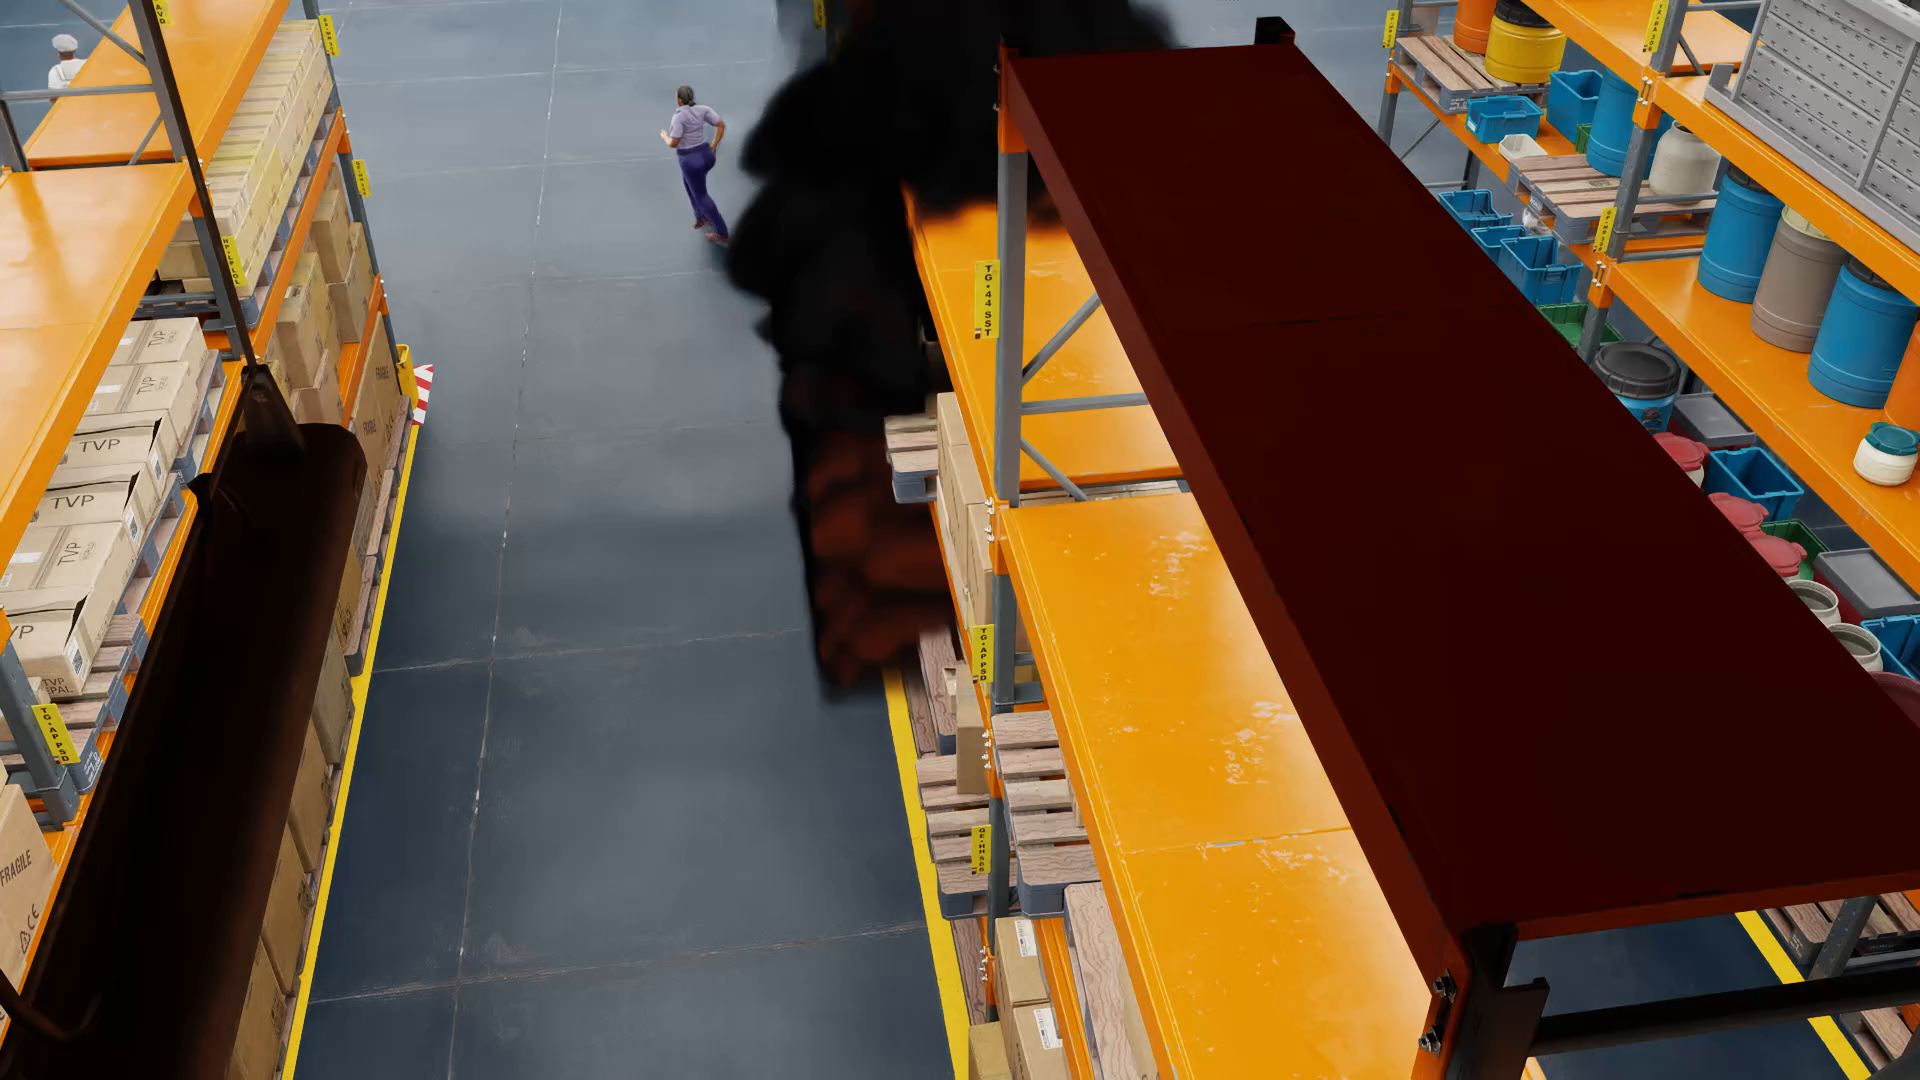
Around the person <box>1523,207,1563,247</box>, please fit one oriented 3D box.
[{"bbox_3d":[5.640,-2.853,15.958,0.604,1.723,0.664,-26,44,-31],"label":"person"}]

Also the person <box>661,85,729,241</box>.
[{"bbox_3d":[-2.767,-3.915,17.416,0.753,1.700,0.593,21,41,26],"label":"person"}]

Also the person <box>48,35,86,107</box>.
[{"bbox_3d":[-9.614,-4.654,18.330,0.621,1.770,0.669,28,44,32],"label":"person"}]
